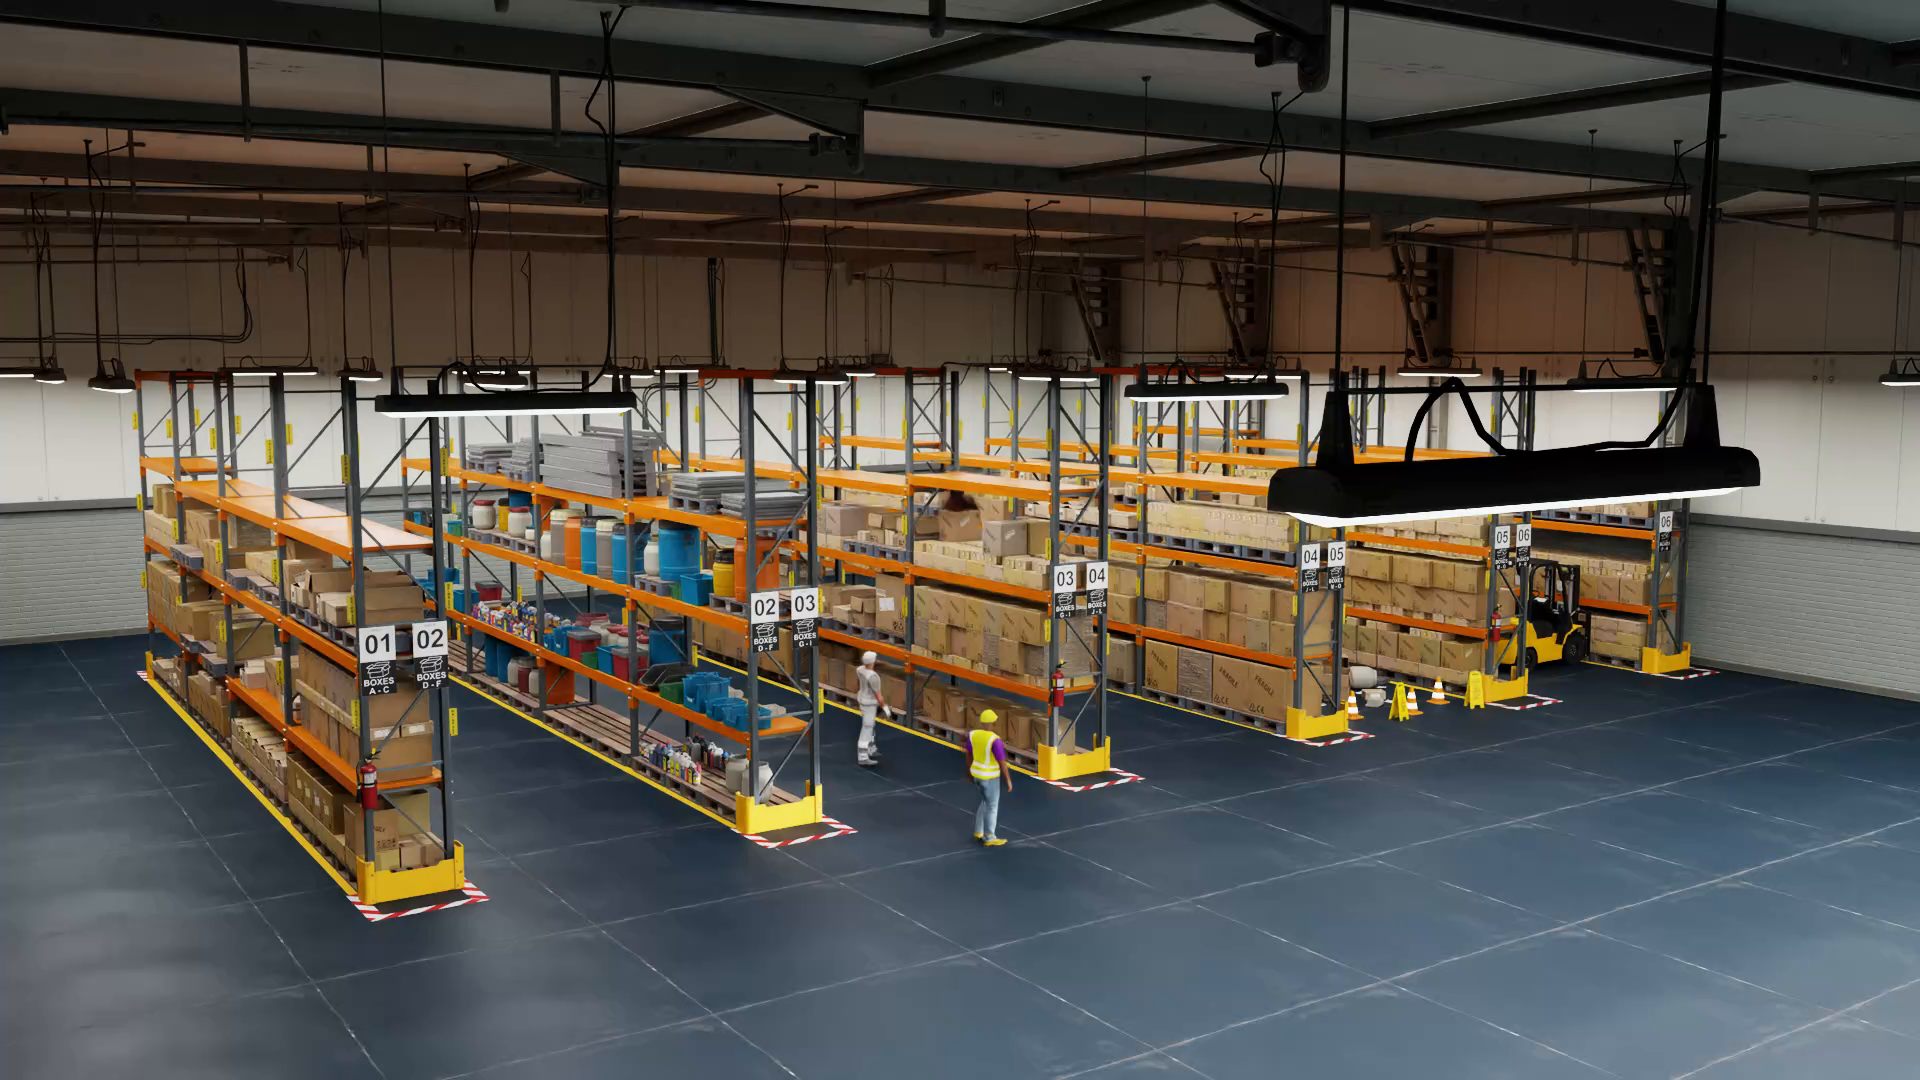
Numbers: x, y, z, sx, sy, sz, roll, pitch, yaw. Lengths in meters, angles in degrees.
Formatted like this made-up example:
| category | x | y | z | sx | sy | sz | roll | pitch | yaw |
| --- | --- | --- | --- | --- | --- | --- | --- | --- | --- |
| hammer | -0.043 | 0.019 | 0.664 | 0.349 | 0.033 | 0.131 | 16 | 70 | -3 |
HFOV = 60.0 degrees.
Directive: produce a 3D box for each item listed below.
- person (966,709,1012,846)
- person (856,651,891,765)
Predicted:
| category | x | y | z | sx | sy | sz | roll | pitch | yaw |
| --- | --- | --- | --- | --- | --- | --- | --- | --- | --- |
| person | 0.373 | 3.067 | 21.422 | 0.447 | 1.806 | 0.626 | -4 | 8 | -32 |
| person | -1.371 | 2.565 | 25.718 | 0.566 | 1.789 | 0.703 | -2 | 7 | -21 |
